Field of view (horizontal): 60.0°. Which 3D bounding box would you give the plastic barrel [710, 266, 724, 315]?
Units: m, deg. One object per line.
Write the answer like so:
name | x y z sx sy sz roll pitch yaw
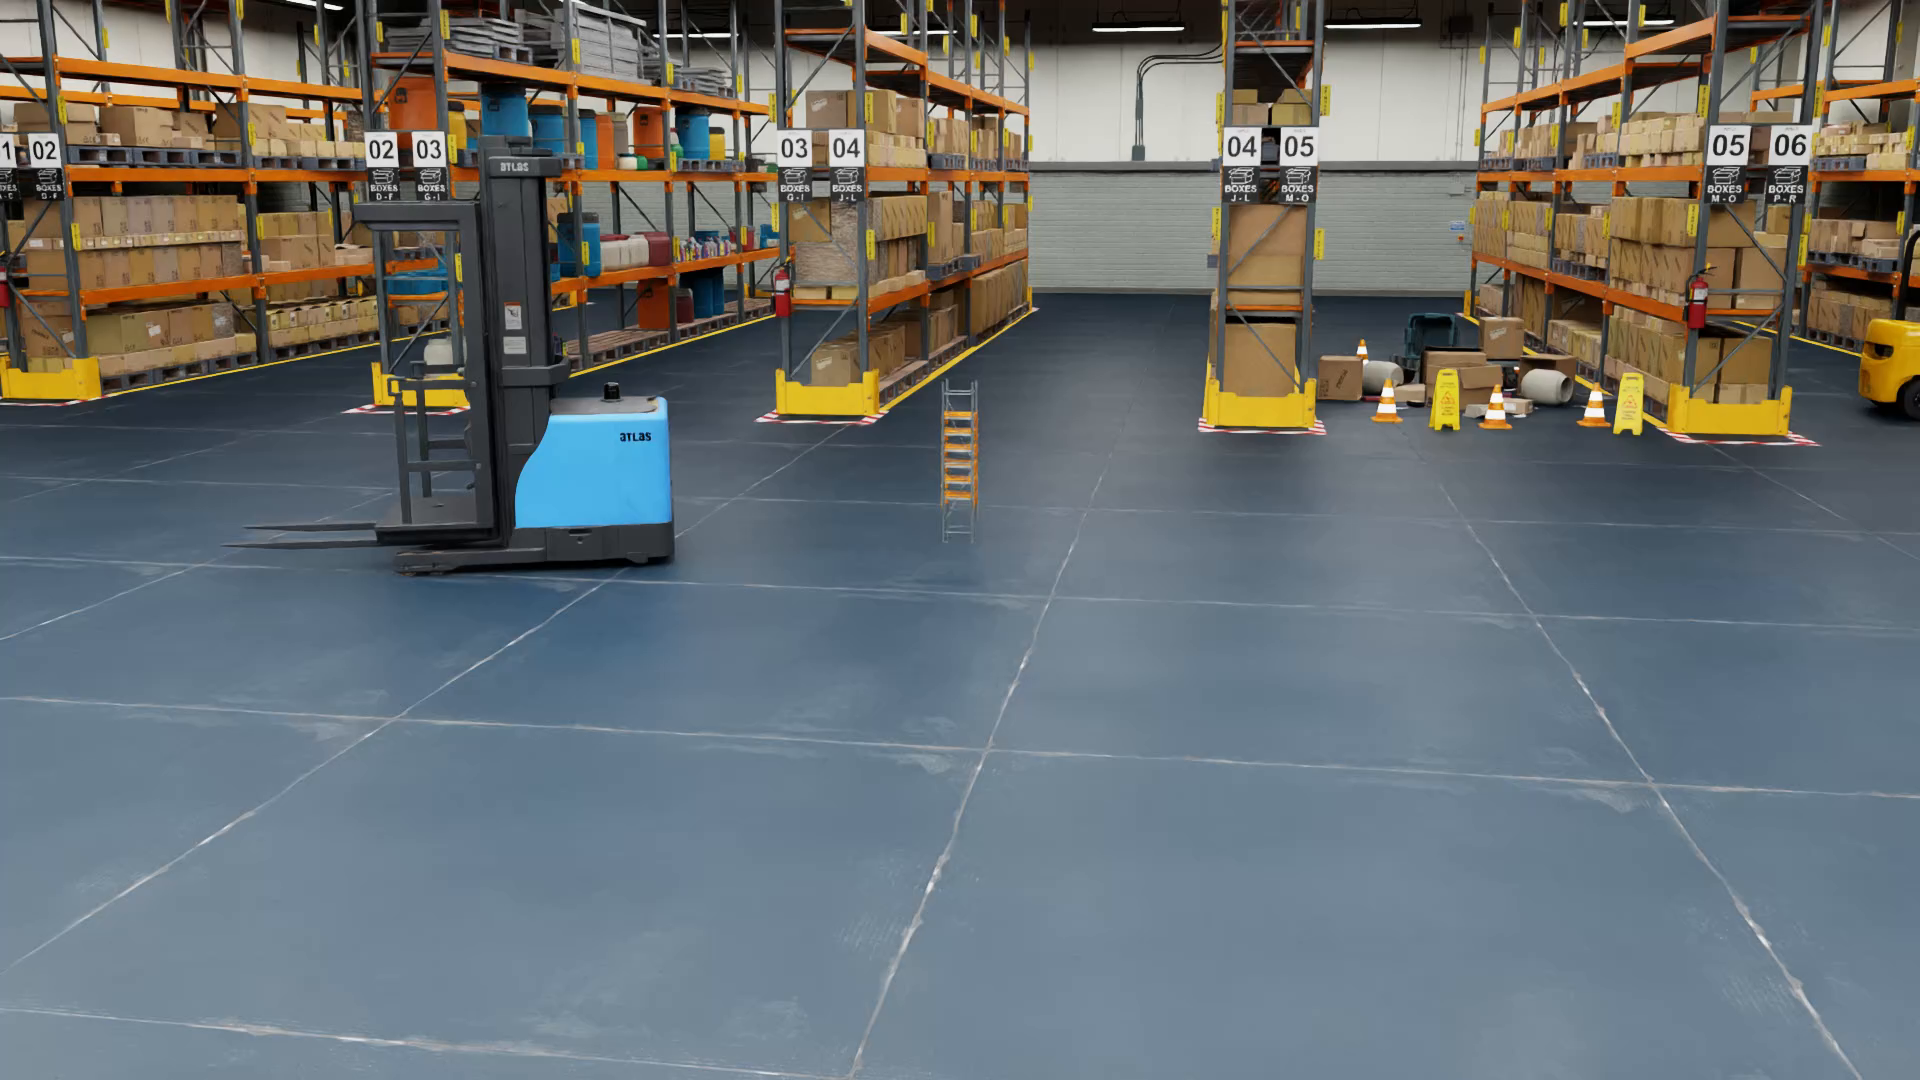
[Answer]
plastic barrel | -4.702 -4.663 30.993 0.600 0.901 0.708 2 12 9

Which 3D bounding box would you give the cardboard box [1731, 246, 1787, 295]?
cardboard box | 8.586 -2.900 17.887 0.500 0.500 0.500 2 12 8

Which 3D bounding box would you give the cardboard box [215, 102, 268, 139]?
cardboard box | -10.592 -6.184 24.526 0.500 0.500 0.500 2 12 9

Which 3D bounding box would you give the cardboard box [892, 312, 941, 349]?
cardboard box | -0.645 -3.105 24.672 0.700 0.500 0.500 1 12 4

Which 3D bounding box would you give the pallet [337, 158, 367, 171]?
pallet | -10.127 -6.154 27.259 1.213 0.211 1.003 2 12 11

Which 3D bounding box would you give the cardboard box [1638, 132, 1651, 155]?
cardboard box | 8.356 -4.693 19.680 0.500 0.250 0.500 2 12 9

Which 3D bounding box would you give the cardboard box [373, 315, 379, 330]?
cardboard box | -9.951 -3.668 27.924 0.500 0.250 0.500 2 12 10

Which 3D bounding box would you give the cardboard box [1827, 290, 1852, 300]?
cardboard box | 14.677 -4.075 27.677 0.380 0.149 0.250 1 12 6

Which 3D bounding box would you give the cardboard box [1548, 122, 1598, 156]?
cardboard box | 9.378 -6.087 25.256 0.797 0.503 0.637 1 12 5

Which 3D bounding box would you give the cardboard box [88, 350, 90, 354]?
cardboard box | -11.485 -2.346 21.789 0.500 0.250 0.500 2 12 9

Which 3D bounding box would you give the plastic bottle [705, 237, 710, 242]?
plastic bottle | -4.591 -5.336 30.250 0.144 0.351 0.185 2 12 9

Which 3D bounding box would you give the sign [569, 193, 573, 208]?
sign | -8.335 -7.288 35.693 0.100 0.325 0.005 2 12 9

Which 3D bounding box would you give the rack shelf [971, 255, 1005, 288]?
rack shelf | -0.015 -4.667 28.738 1.077 0.370 4.000 2 12 9

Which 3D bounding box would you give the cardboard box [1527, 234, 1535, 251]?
cardboard box | 9.427 -4.776 26.703 0.500 0.250 0.500 2 12 7

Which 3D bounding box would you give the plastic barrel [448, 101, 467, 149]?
plastic barrel | -6.397 -5.103 20.488 0.600 0.588 0.600 0 12 0

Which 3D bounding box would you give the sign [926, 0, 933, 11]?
sign | -0.405 -7.177 22.029 0.100 0.325 0.005 2 12 9

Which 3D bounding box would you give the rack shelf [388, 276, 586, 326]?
rack shelf | -6.140 -3.163 21.755 1.077 0.370 4.000 2 12 9

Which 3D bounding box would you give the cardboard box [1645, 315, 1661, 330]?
cardboard box | 8.179 -2.522 19.286 0.380 0.149 0.250 2 12 11

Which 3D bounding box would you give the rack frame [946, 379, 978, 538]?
rack frame | 0.012 -0.603 12.441 0.240 1.200 0.006 2 12 9

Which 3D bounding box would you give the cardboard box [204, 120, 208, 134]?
cardboard box | -14.656 -7.835 31.546 0.500 0.250 0.500 3 12 13

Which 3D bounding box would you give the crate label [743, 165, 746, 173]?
crate label | -4.241 -7.026 31.480 0.293 0.136 0.466 2 12 9

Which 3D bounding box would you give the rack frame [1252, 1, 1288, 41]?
rack frame | 5.178 -8.186 29.119 1.000 3.000 0.127 2 12 9

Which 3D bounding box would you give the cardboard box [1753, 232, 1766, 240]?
cardboard box | 15.192 -5.668 31.325 0.500 0.250 0.500 2 12 9

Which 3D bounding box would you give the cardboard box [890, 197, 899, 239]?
cardboard box | -1.040 -3.934 20.311 0.500 0.500 0.500 2 12 9

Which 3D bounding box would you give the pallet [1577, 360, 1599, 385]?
pallet | 8.972 -2.248 22.423 1.003 0.211 1.213 2 12 9

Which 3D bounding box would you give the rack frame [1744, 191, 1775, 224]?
rack frame | 15.605 -5.787 32.225 1.000 3.000 0.127 2 12 9

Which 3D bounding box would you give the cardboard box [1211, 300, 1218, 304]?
cardboard box | 4.106 -3.027 23.761 1.050 0.750 0.750 2 12 9

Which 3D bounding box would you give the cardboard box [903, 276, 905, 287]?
cardboard box | -0.922 -3.334 21.442 0.380 0.149 0.250 2 12 9

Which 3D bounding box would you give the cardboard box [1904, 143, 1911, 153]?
cardboard box | 14.191 -5.791 24.535 0.380 0.149 0.250 2 12 10

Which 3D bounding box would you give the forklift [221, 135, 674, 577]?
forklift | -3.578 -1.303 11.582 3.031 2.935 1.130 -2 12 -10

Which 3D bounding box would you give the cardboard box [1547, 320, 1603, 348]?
cardboard box | 9.373 -3.085 24.929 0.950 0.372 0.625 1 12 5

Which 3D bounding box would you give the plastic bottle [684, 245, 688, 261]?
plastic bottle | -4.694 -4.908 28.426 0.061 0.283 0.133 2 12 9

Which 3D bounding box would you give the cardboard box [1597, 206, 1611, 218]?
cardboard box | 8.795 -4.413 22.370 0.380 0.149 0.250 2 12 7

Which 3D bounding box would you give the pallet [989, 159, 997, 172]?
pallet | 0.200 -6.616 29.405 0.805 0.209 1.217 1 12 6

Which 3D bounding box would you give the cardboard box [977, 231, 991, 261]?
cardboard box | 0.252 -5.062 28.625 0.500 0.500 0.500 2 12 9

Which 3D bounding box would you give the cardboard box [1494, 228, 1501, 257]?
cardboard box | 9.977 -5.375 30.078 0.500 0.500 0.500 2 12 7

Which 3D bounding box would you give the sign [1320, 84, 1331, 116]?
sign | 3.880 -4.669 17.654 0.100 0.325 0.005 2 12 9

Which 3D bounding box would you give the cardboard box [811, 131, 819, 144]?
cardboard box | -1.819 -4.593 18.976 0.380 0.149 0.250 2 12 9

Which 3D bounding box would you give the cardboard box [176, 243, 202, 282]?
cardboard box | -10.944 -3.834 22.925 0.700 0.500 0.500 2 12 9

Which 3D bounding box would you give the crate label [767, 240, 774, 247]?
crate label | -4.010 -6.035 33.859 0.396 0.136 0.243 2 12 9

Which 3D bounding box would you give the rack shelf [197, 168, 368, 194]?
rack shelf | -10.418 -5.623 26.052 1.077 0.370 4.000 2 12 9

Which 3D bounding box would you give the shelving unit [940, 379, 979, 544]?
shelving unit | -0.002 -0.584 12.353 0.258 1.200 0.189 2 12 9

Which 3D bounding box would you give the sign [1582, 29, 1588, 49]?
sign | 10.622 -8.527 28.296 0.100 0.325 0.005 2 12 9

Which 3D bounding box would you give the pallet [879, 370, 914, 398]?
pallet | -1.192 -2.011 21.325 1.003 0.211 1.213 2 12 9

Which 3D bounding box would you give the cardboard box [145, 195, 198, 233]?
cardboard box | -10.942 -4.473 22.811 0.700 0.500 0.500 2 12 9

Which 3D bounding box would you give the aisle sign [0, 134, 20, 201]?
aisle sign | -11.641 -4.526 20.203 0.394 0.787 0.004 2 12 9

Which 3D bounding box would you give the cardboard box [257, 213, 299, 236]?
cardboard box | -14.174 -6.328 34.023 0.980 0.700 0.700 2 12 7

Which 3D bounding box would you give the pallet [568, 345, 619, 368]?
pallet | -5.750 -2.732 24.670 1.003 0.211 1.213 2 12 9

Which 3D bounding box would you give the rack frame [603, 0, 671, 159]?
rack frame | -5.217 -7.696 26.843 1.000 3.000 0.127 2 12 9

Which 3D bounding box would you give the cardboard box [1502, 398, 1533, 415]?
cardboard box | 6.444 -1.561 19.383 0.380 0.149 0.250 10 15 38

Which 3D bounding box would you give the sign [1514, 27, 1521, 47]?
sign | 9.540 -8.604 28.464 0.100 0.325 0.005 2 12 9
